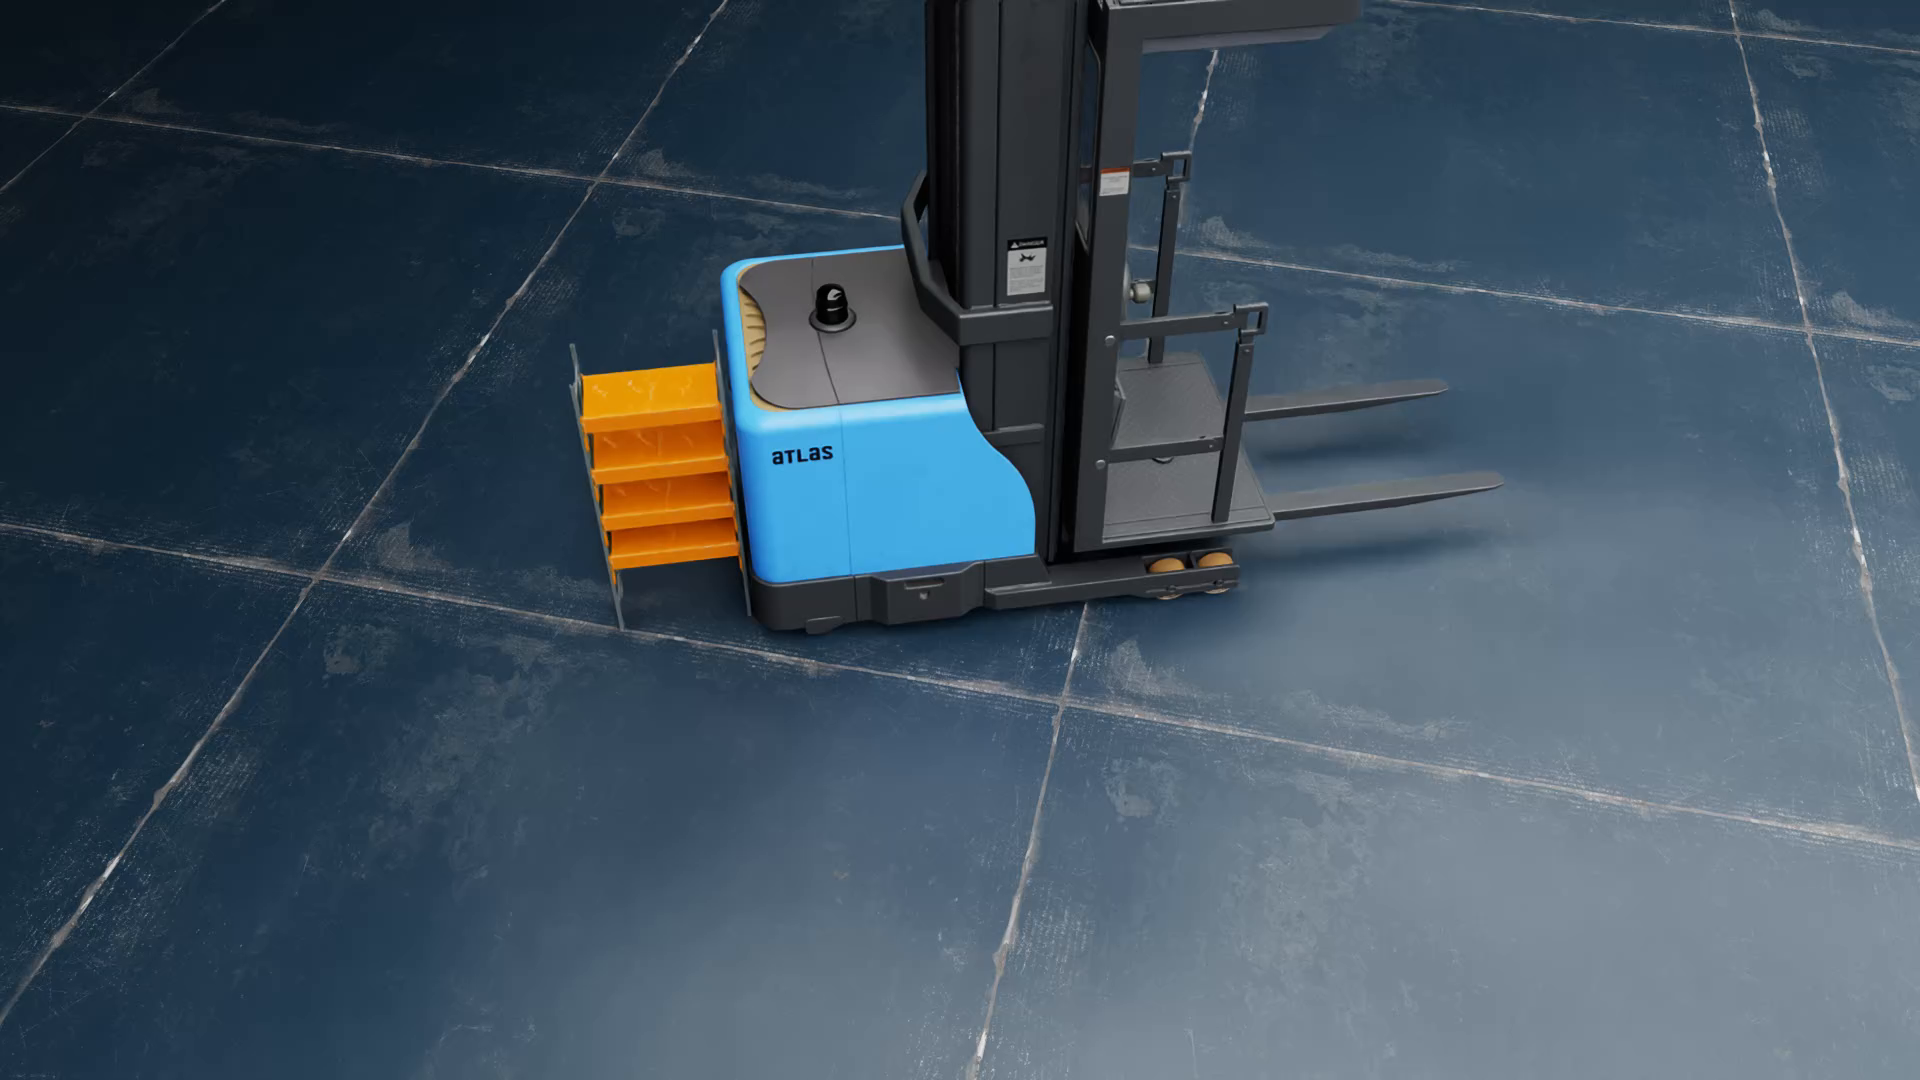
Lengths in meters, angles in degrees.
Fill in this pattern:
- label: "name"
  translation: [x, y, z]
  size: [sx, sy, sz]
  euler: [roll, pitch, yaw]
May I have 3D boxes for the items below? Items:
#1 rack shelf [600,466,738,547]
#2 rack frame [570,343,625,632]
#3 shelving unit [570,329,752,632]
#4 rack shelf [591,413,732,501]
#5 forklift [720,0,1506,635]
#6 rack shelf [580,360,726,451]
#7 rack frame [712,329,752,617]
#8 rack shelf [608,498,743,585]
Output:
- label: "rack shelf"
  translation: [-1.074, -0.141, 6.128]
  size: [0.480, 0.148, 0.258]
  euler: [-7, 44, -7]
- label: "rack frame"
  translation: [-1.315, -0.161, 6.052]
  size: [0.015, 1.200, 0.240]
  euler: [-7, 44, -7]
- label: "shelving unit"
  translation: [-1.074, -0.189, 6.081]
  size: [0.503, 1.200, 0.258]
  euler: [-7, 44, -7]
- label: "rack shelf"
  translation: [-1.074, -0.302, 5.973]
  size: [0.480, 0.148, 0.258]
  euler: [-7, 44, -7]
- label: "forklift"
  translation: [0.642, -1.181, 5.863]
  size: [3.031, 2.935, 1.130]
  euler: [-7, 44, -7]
- label: "rack shelf"
  translation: [-1.074, -0.472, 5.809]
  size: [0.480, 0.148, 0.258]
  euler: [-7, 44, -7]
- label: "rack frame"
  translation: [-0.833, -0.217, 6.110]
  size: [0.015, 1.200, 0.240]
  euler: [-7, 44, -7]
- label: "rack shelf"
  translation: [-1.074, 0.003, 6.266]
  size: [0.480, 0.148, 0.258]
  euler: [-7, 44, -7]
